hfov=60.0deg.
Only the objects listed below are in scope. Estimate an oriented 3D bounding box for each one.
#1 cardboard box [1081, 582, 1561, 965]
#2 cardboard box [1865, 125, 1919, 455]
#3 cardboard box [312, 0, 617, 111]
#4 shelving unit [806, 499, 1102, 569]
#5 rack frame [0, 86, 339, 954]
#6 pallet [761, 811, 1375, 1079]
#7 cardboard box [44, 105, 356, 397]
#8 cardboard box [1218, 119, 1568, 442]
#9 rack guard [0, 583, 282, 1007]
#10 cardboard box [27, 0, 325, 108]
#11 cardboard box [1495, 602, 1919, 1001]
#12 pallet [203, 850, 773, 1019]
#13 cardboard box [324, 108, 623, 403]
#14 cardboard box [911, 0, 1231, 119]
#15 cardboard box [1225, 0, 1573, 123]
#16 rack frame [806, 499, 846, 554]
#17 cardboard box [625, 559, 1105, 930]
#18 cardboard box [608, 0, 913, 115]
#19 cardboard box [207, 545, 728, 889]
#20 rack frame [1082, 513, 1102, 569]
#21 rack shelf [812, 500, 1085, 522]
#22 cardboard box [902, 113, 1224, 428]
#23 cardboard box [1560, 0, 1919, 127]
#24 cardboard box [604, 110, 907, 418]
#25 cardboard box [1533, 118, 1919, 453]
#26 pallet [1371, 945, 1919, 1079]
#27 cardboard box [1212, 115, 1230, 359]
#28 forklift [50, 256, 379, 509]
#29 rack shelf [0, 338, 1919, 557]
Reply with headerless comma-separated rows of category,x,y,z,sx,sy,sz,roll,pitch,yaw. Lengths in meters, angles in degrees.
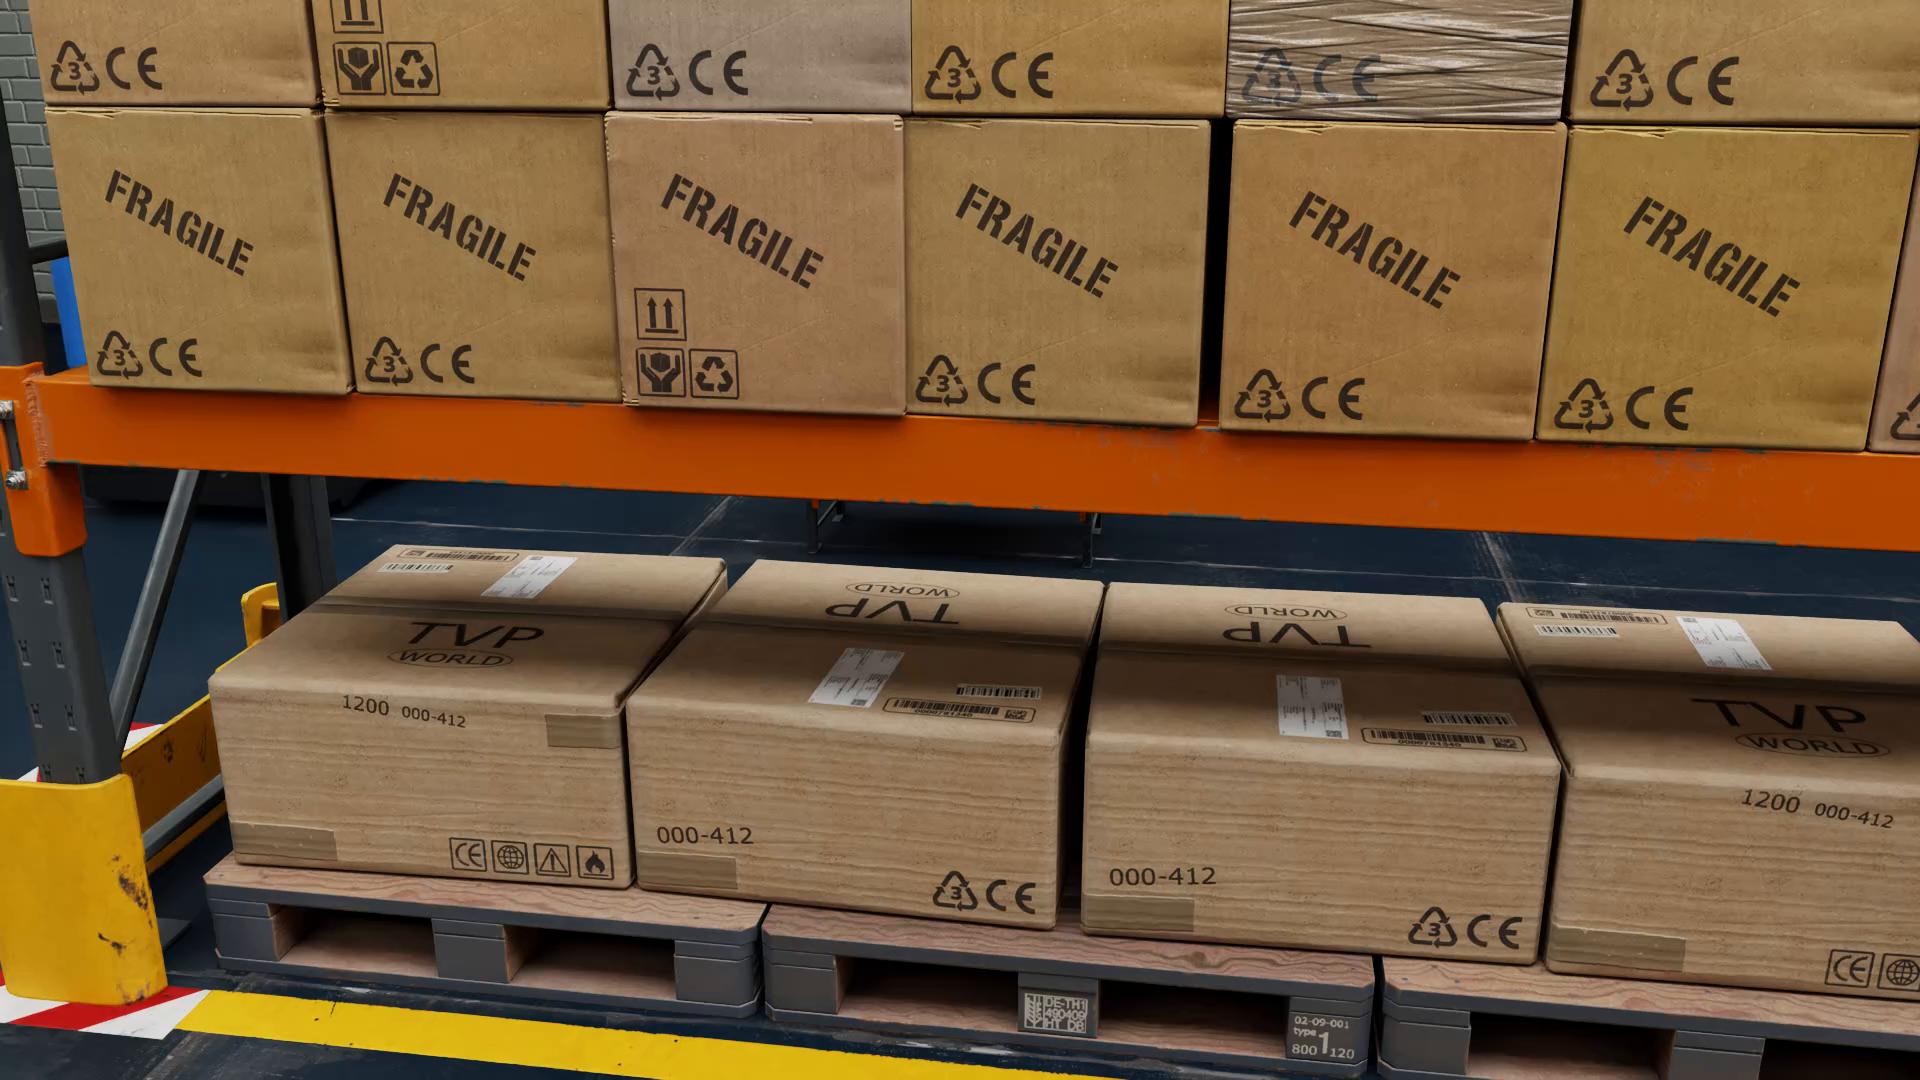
cardboard box,0.728,0.459,3.580,0.875,0.438,0.875,2,19,7
cardboard box,1.716,-0.437,2.725,0.500,0.500,0.500,3,19,9
cardboard box,-0.795,-1.032,2.928,0.500,0.500,0.500,2,19,7
shelving unit,-0.007,-0.534,6.126,1.048,1.125,0.538,3,19,9
rack frame,-1.735,-0.648,3.512,0.127,3.000,1.000,3,19,9
pallet,0.268,0.752,3.722,1.213,0.211,1.003,3,19,9
cardboard box,-1.306,-0.581,3.156,0.500,0.500,0.500,3,19,8
cardboard box,0.709,-0.482,2.859,0.500,0.500,0.500,3,19,8
rack guard,-1.758,0.536,3.913,0.348,0.500,1.175,3,19,9
cardboard box,-1.306,-1.056,2.999,0.500,0.500,0.500,3,19,7
cardboard box,1.612,0.504,3.446,0.875,0.438,0.875,3,19,8
pallet,-0.933,0.690,3.908,1.213,0.211,1.003,3,19,9
cardboard box,-0.802,-0.565,3.106,0.500,0.500,0.500,3,19,8
cardboard box,0.208,-0.984,2.784,0.500,0.500,0.500,3,19,9
cardboard box,0.701,-0.956,2.700,0.500,0.500,0.500,3,19,9
rack frame,-0.509,-0.559,6.202,0.032,1.125,0.500,3,19,9
cardboard box,-0.162,0.413,3.717,0.875,0.438,0.875,3,19,10
cardboard box,-0.285,-1.009,2.858,0.500,0.500,0.500,3,19,8
cardboard box,-1.067,0.370,3.847,0.875,0.438,0.875,2,19,7
rack frame,0.495,-0.508,6.049,0.032,1.125,0.500,3,19,9
rack shelf,-0.007,-0.302,6.203,1.000,0.278,0.538,3,19,9
cardboard box,0.194,-0.513,2.952,0.500,0.500,0.500,4,19,10
cardboard box,1.205,-0.934,2.633,0.500,0.500,0.500,3,19,8
cardboard box,-0.303,-0.533,3.012,0.500,0.500,0.500,3,19,8
cardboard box,1.207,-0.462,2.798,0.500,0.500,0.500,2,19,7
pallet,1.476,0.813,3.541,1.213,0.211,1.003,3,19,9
cardboard box,0.298,-0.679,3.449,0.500,0.500,0.500,3,19,10
forklift,-2.709,-1.932,7.458,1.130,2.935,3.031,3,19,10
rack shelf,0.240,-0.206,3.326,4.000,0.370,1.077,3,19,9
